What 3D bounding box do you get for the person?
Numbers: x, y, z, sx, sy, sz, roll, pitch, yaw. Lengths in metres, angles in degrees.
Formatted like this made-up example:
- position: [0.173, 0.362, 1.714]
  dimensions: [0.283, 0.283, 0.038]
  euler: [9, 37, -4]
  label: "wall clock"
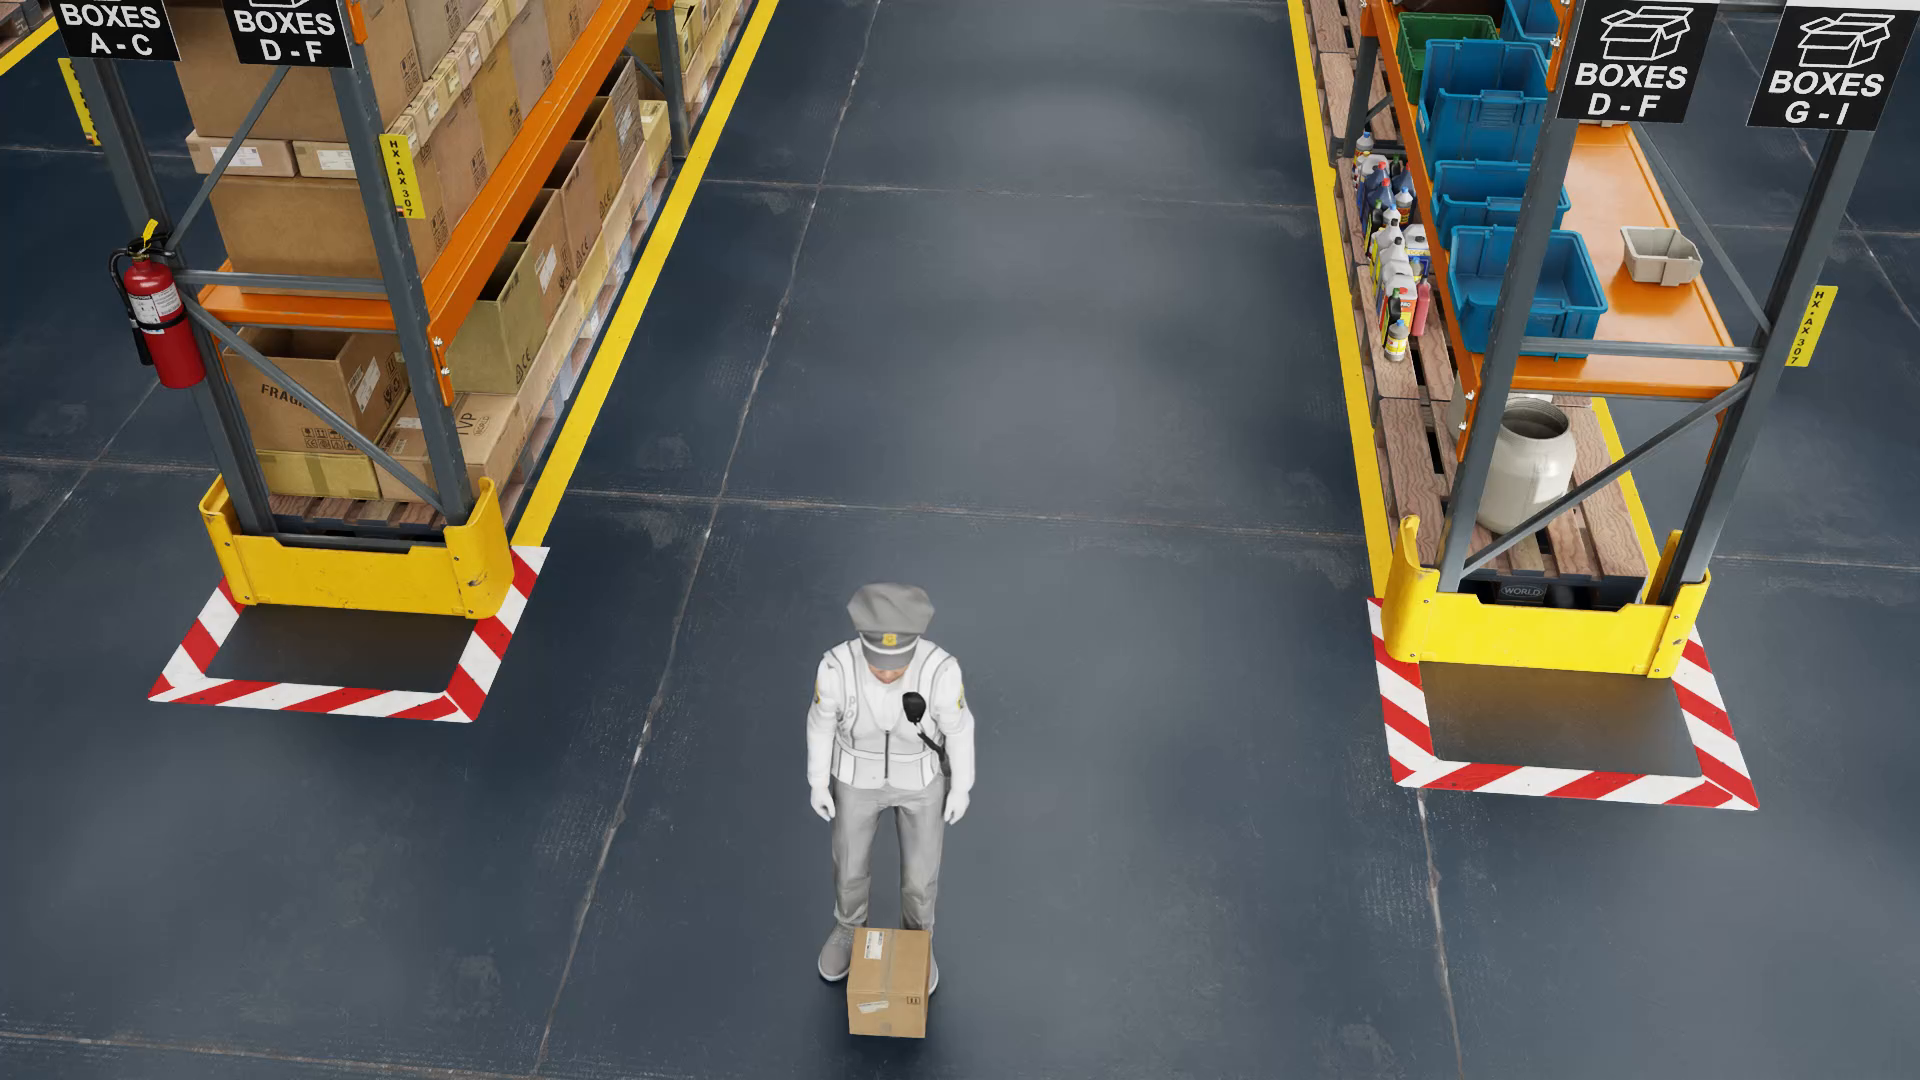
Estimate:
- position: [-0.219, 0.785, 5.229]
  dimensions: [0.529, 1.662, 0.414]
  euler: [2, 40, 2]
  label: "person"
